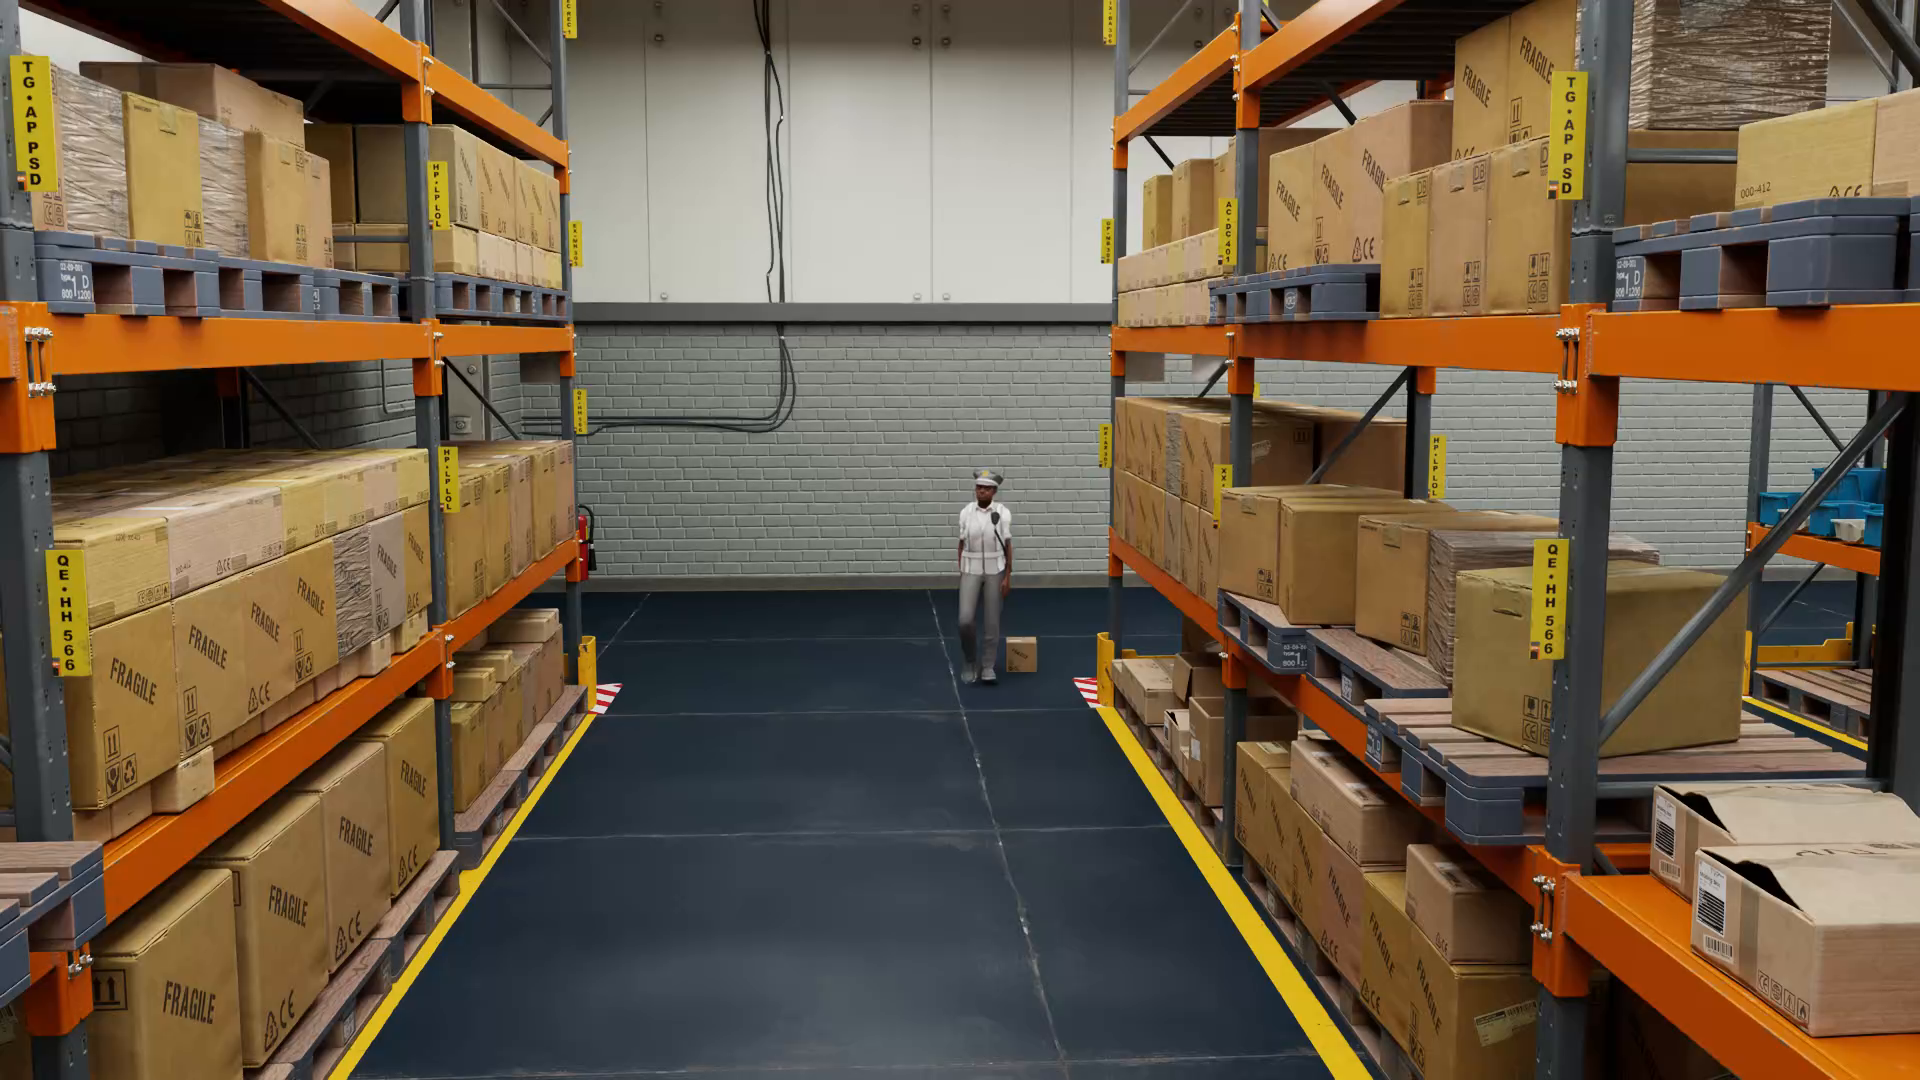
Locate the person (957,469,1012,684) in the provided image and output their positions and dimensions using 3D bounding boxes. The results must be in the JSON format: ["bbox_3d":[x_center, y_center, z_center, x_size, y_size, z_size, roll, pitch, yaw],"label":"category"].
[{"bbox_3d":[0.193,0.297,13.115,0.433,1.718,0.439,1,7,5],"label":"person"}]
